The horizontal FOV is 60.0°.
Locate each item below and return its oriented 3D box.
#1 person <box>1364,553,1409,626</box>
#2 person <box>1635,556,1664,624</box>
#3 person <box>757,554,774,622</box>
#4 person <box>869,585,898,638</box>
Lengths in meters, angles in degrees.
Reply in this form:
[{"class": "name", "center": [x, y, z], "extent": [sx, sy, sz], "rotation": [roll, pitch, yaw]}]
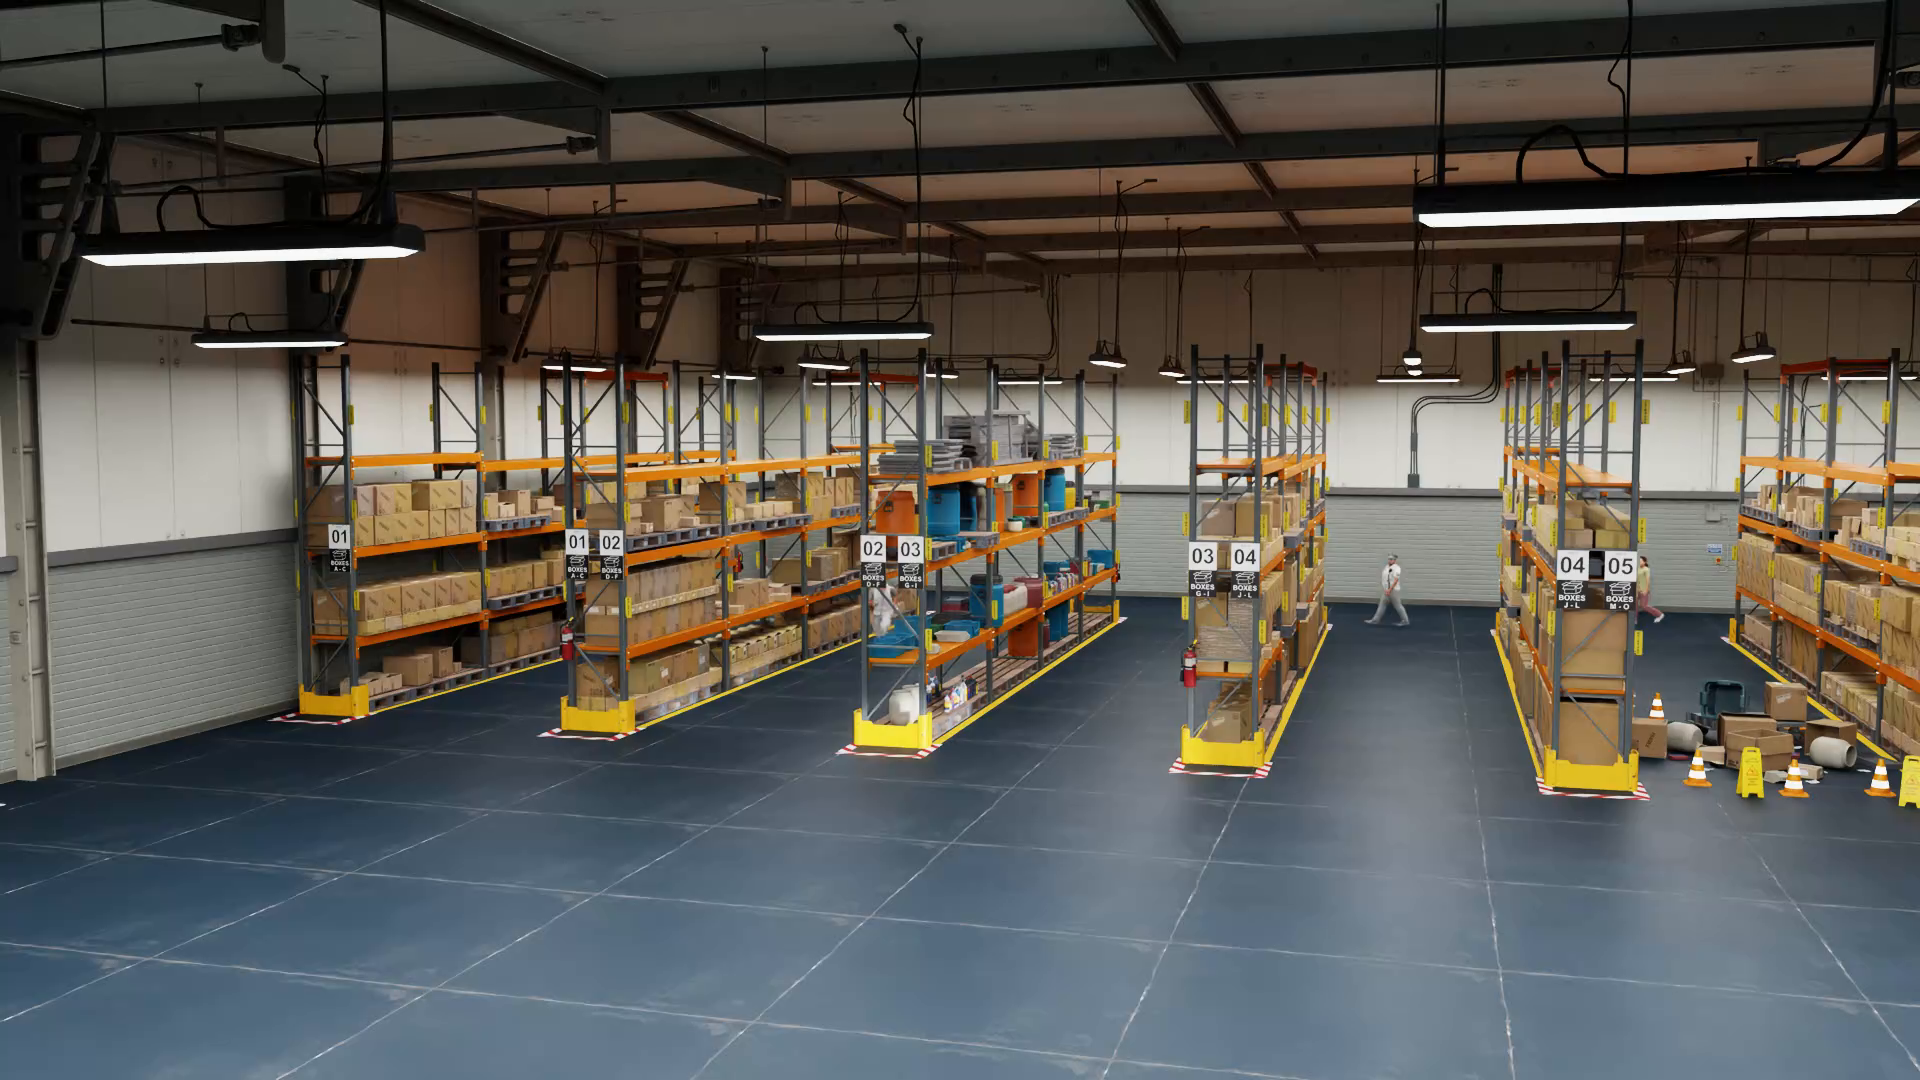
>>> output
[{"class": "person", "center": [10.121, 1.168, 39.376], "extent": [1.010, 1.714, 0.625], "rotation": [1, 4, 9]}, {"class": "person", "center": [16.326, 1.201, 39.664], "extent": [0.855, 1.632, 0.483], "rotation": [1, 4, 8]}, {"class": "person", "center": [-4.726, 1.145, 40.121], "extent": [0.429, 1.684, 0.517], "rotation": [1, 4, 11]}, {"class": "person", "center": [-1.568, 1.499, 33.035], "extent": [0.599, 1.731, 0.885], "rotation": [1, 4, 12]}]
